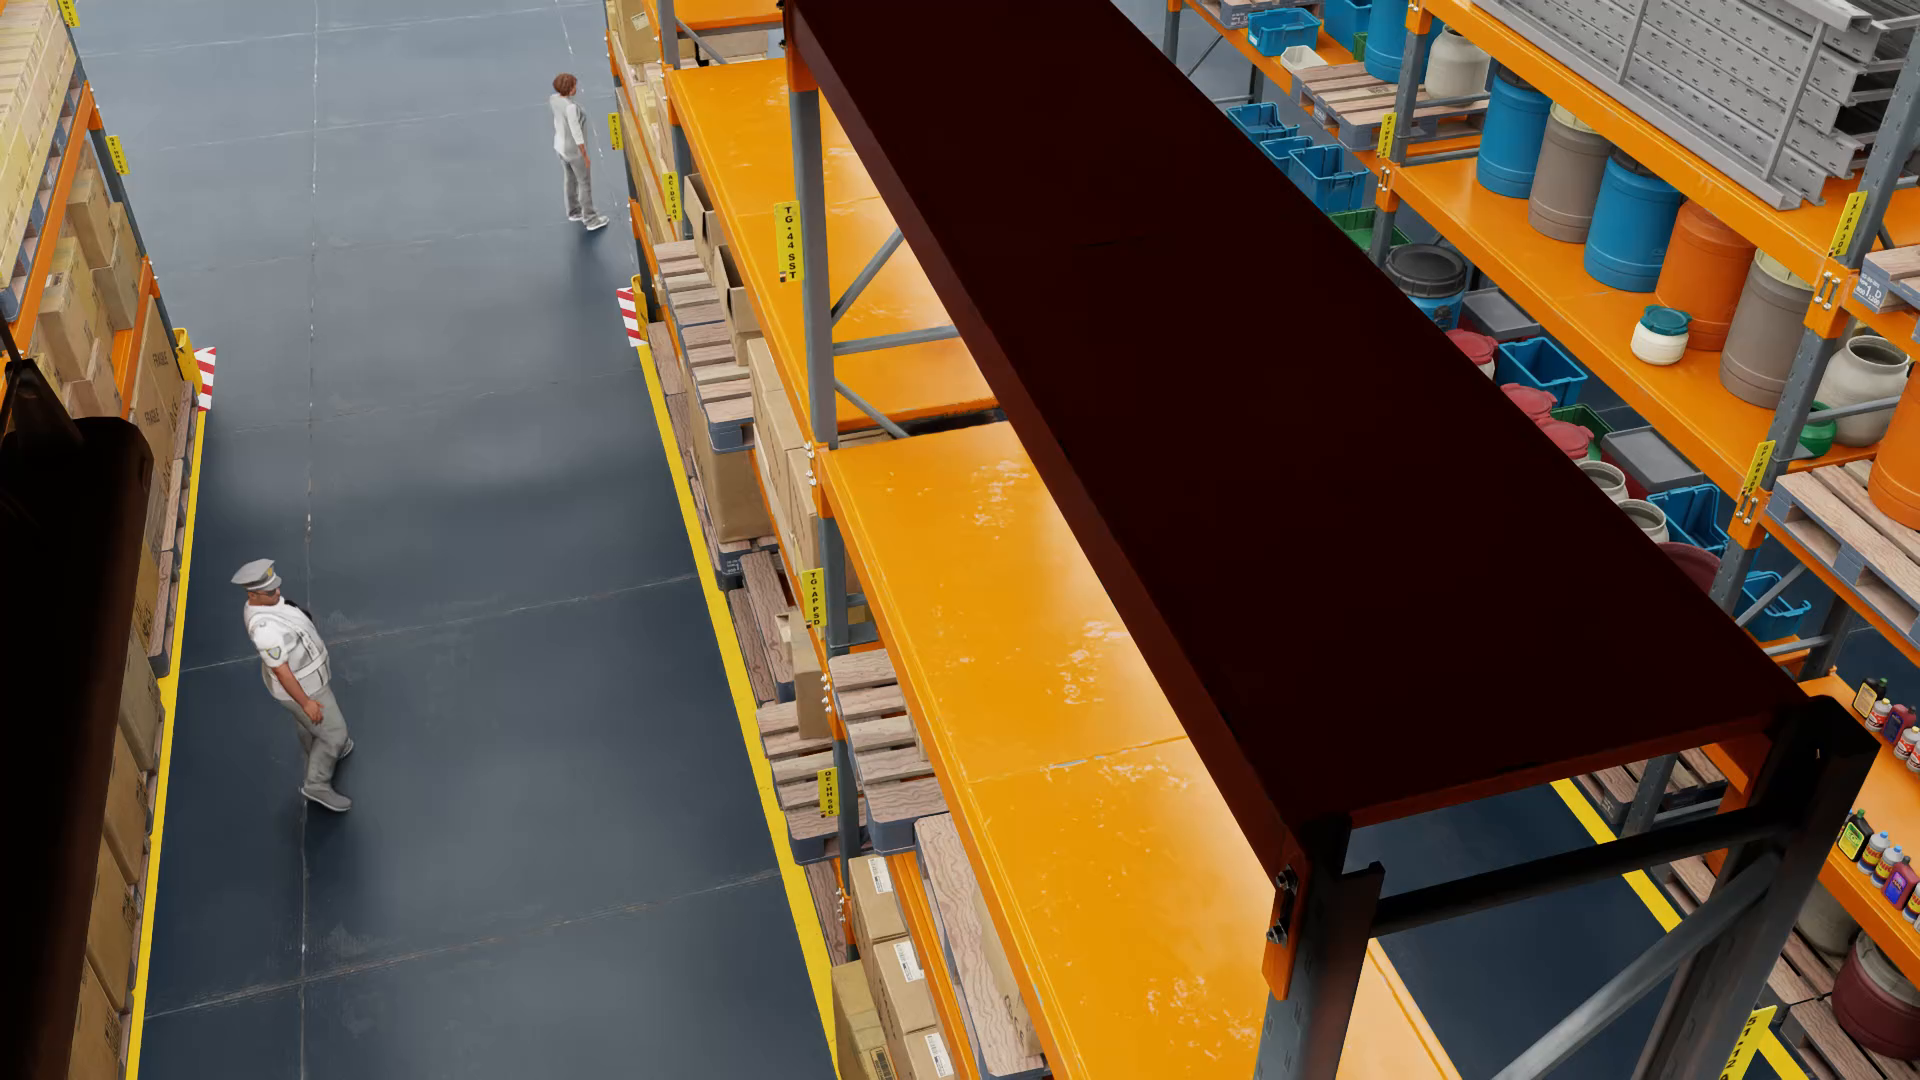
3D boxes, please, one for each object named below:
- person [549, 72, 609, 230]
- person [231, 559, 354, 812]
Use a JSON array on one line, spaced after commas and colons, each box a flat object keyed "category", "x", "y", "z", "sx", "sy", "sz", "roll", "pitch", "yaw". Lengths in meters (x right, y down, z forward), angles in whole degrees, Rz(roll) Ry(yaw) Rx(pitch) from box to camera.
[{"category": "person", "x": -3.780, "y": -3.830, "z": 16.361, "sx": 0.386, "sy": 1.600, "sz": 0.454, "roll": -29, "pitch": 47, "yaw": -31}, {"category": "person", "x": -4.094, "y": 0.888, "z": 10.319, "sx": 0.438, "sy": 1.792, "sz": 0.641, "roll": -23, "pitch": 44, "yaw": -26}]
